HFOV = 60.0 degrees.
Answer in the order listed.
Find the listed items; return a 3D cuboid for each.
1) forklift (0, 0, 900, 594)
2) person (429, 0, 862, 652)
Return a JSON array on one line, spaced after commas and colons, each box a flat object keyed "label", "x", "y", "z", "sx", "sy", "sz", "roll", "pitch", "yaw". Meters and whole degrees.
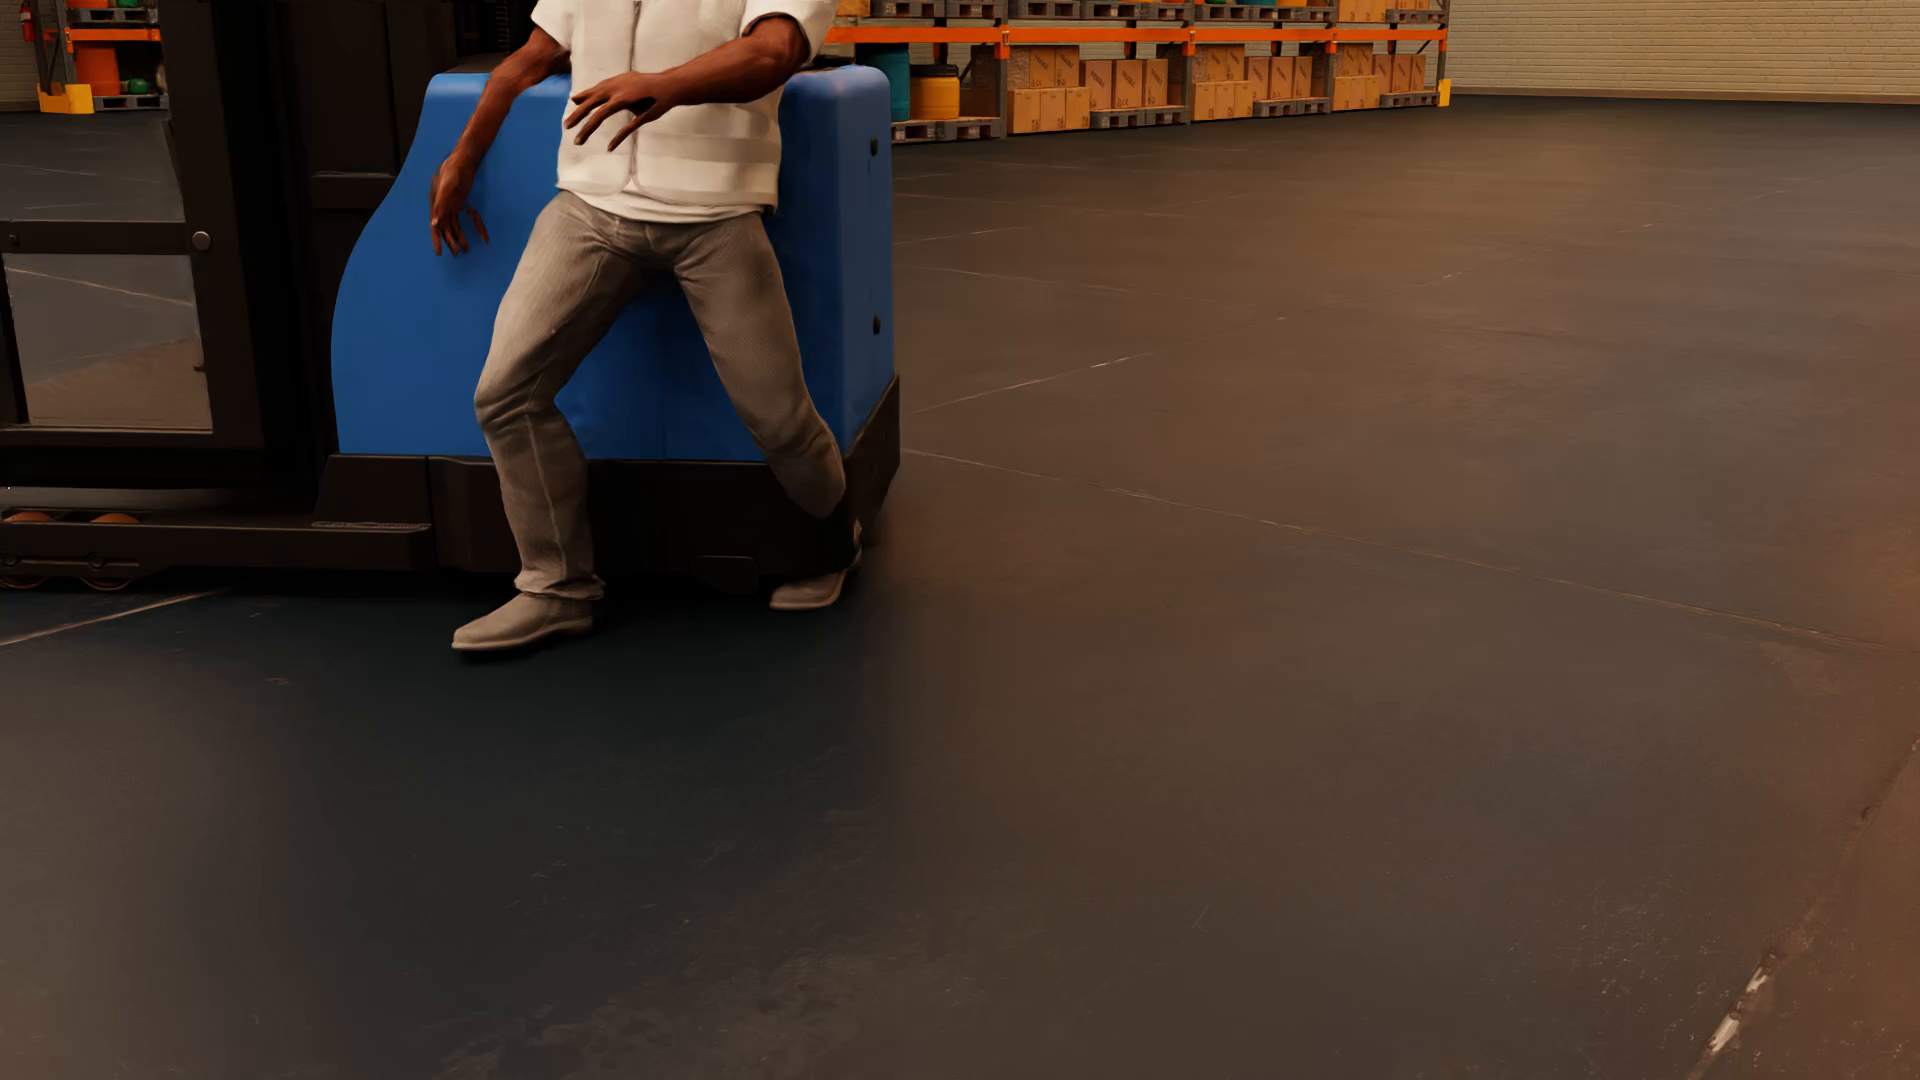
[{"label": "forklift", "x": -1.702, "y": -1.443, "z": 3.649, "sx": 3.031, "sy": 2.935, "sz": 1.130, "roll": 1, "pitch": 17, "yaw": 4}, {"label": "person", "x": -0.648, "y": -0.614, "z": 3.114, "sx": 0.832, "sy": 1.678, "sz": 0.880, "roll": 4, "pitch": 17, "yaw": 13}]
